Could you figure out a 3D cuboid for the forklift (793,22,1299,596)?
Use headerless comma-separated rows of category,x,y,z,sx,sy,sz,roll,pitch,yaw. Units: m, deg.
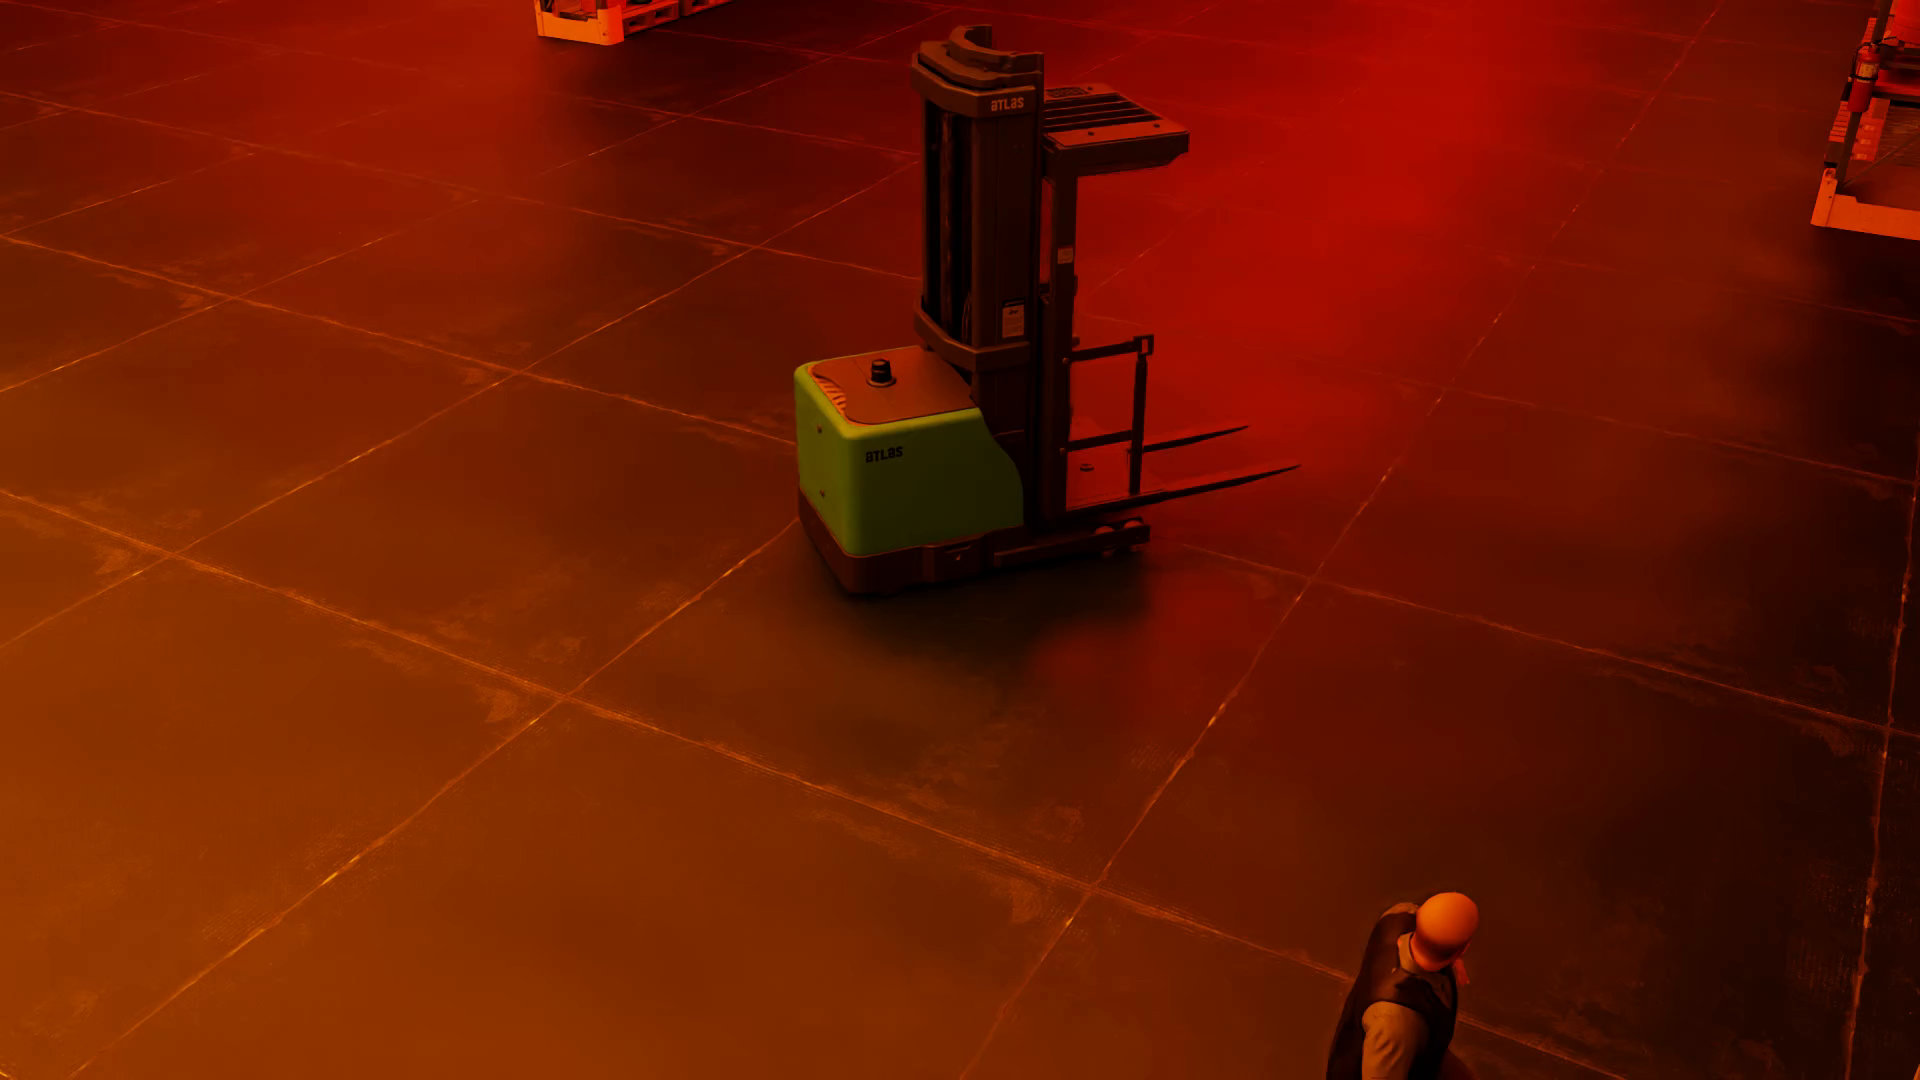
forklift,0.591,-1.414,9.521,3.031,2.935,1.130,-11,32,-19

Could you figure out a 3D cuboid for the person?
person,1.439,1.782,5.397,0.503,1.590,1.108,14,33,22
